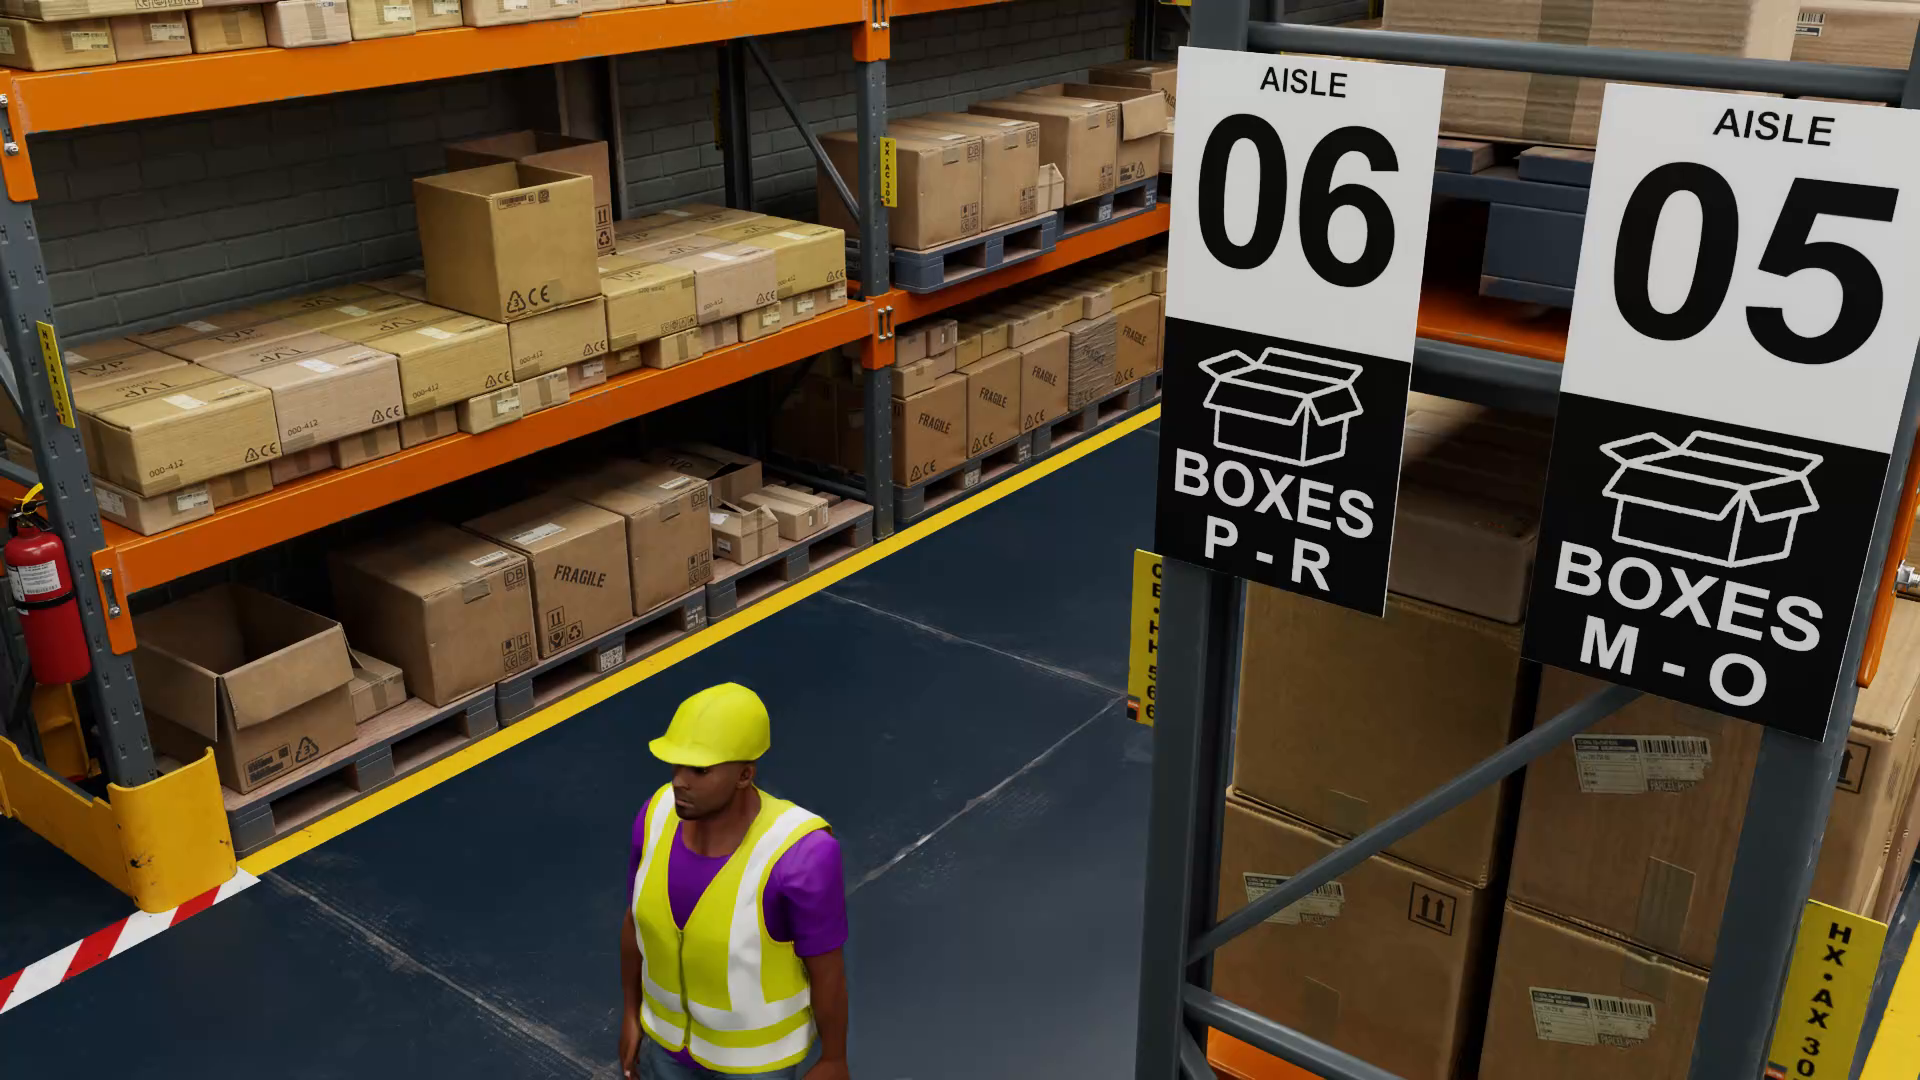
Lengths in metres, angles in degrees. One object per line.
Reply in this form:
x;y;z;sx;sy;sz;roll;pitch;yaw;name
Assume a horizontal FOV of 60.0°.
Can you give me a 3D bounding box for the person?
-0.558;1.162;3.824;0.589;1.769;0.460;13;27;28;person
